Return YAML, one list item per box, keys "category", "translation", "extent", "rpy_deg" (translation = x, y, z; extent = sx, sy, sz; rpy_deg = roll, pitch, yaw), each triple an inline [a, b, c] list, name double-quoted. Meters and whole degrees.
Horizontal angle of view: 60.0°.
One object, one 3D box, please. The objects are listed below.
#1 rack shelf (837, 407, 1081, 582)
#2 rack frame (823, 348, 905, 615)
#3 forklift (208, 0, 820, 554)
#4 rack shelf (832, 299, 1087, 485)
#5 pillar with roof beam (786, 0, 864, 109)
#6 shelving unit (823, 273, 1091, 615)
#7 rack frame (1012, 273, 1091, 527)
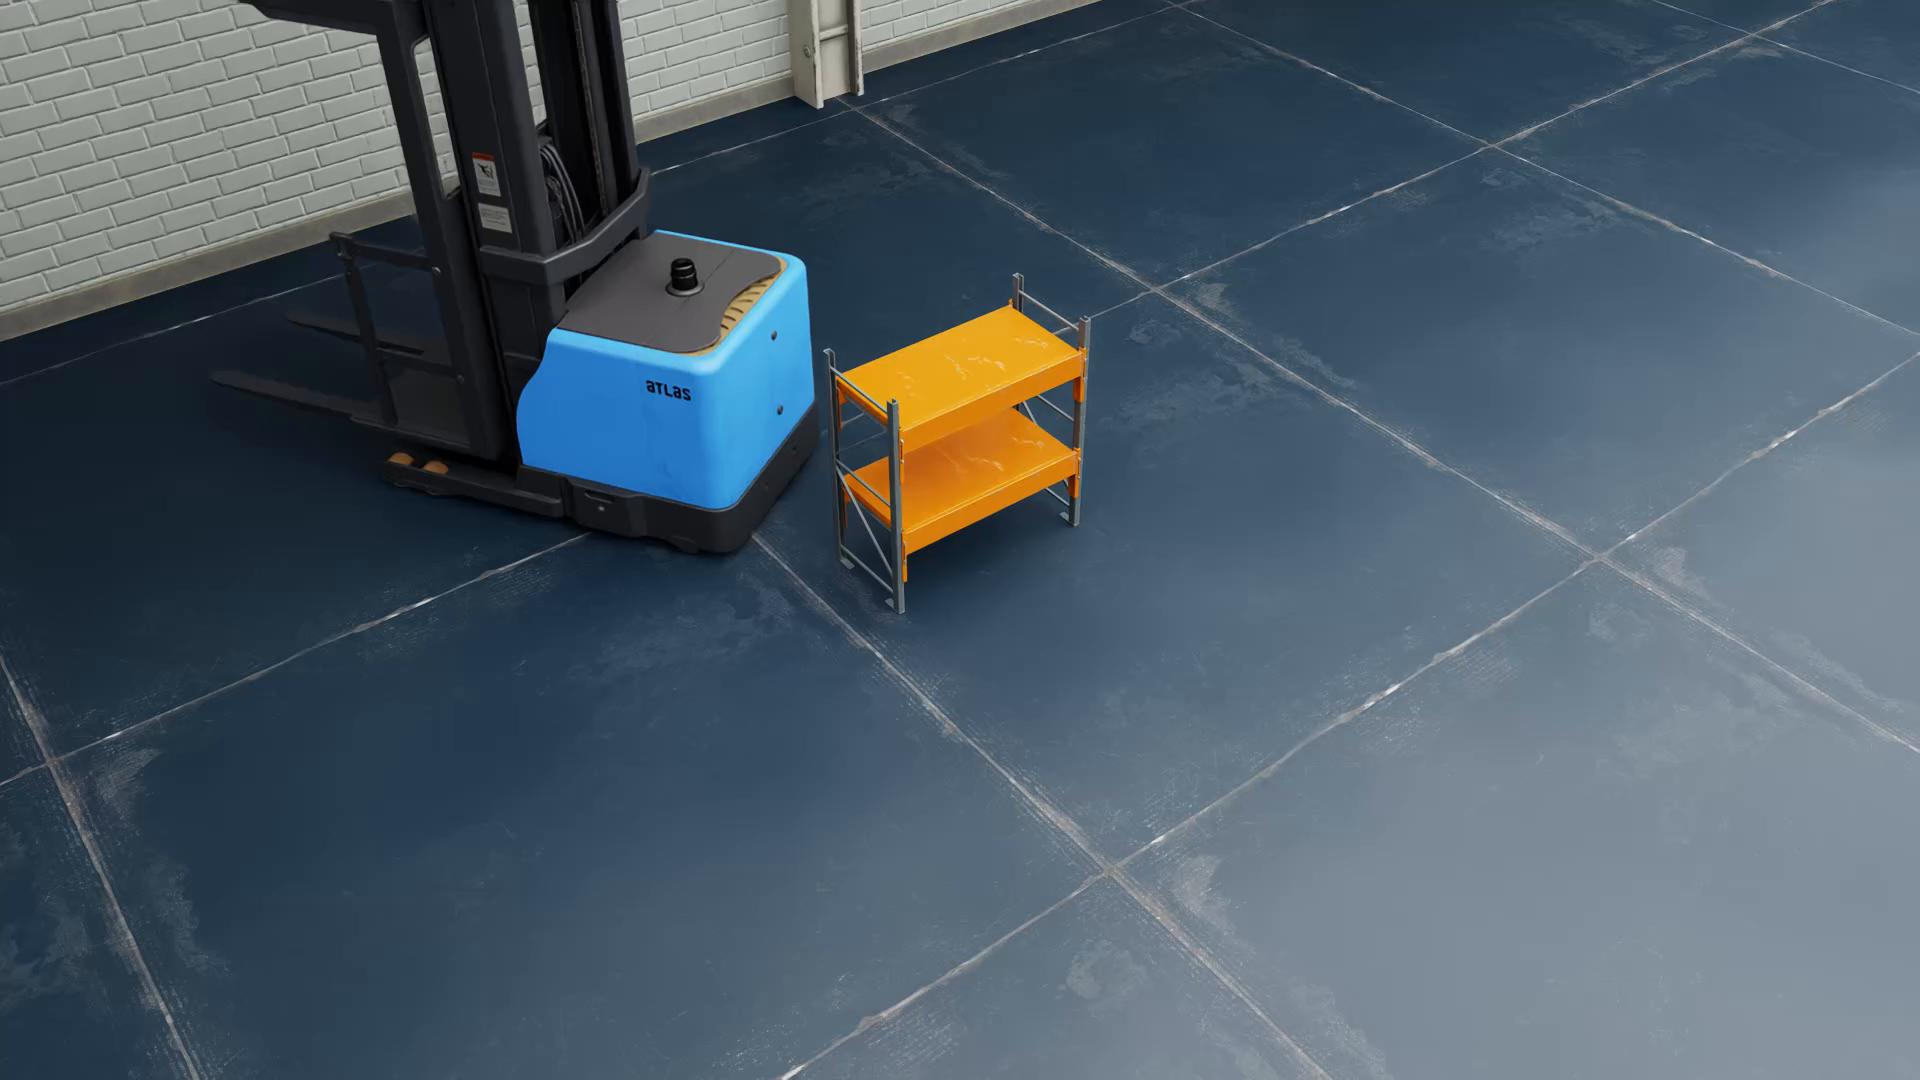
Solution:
- category: "rack shelf"
  translation: [-0.005, -0.243, 7.545]
  extent: [1.000, 0.278, 0.538]
  rpy_deg: [-26, 46, -28]
- category: "rack frame"
  translation: [-0.408, -0.236, 7.151]
  extent: [0.032, 1.125, 0.500]
  rpy_deg: [-26, 46, -28]
- category: "forklift"
  translation: [-2.266, -1.646, 7.445]
  extent: [3.031, 2.935, 1.130]
  rpy_deg: [13, 41, 16]
- category: "rack shelf"
  translation: [-0.005, -0.659, 7.204]
  extent: [1.000, 0.278, 0.538]
  rpy_deg: [-26, 46, -28]
- category: "pillar with roof beam"
  translation: [1.712, -4.406, 6.026]
  extent: [0.400, 9.000, 9.100]
  rpy_deg: [-26, 46, -28]
- category: "shelving unit"
  translation: [-0.005, -0.432, 7.390]
  extent: [1.048, 1.125, 0.538]
  rpy_deg: [-26, 46, -28]
- category: "rack frame"
  translation: [0.398, -0.629, 7.630]
  extent: [0.032, 1.125, 0.500]
  rpy_deg: [-26, 46, -28]
